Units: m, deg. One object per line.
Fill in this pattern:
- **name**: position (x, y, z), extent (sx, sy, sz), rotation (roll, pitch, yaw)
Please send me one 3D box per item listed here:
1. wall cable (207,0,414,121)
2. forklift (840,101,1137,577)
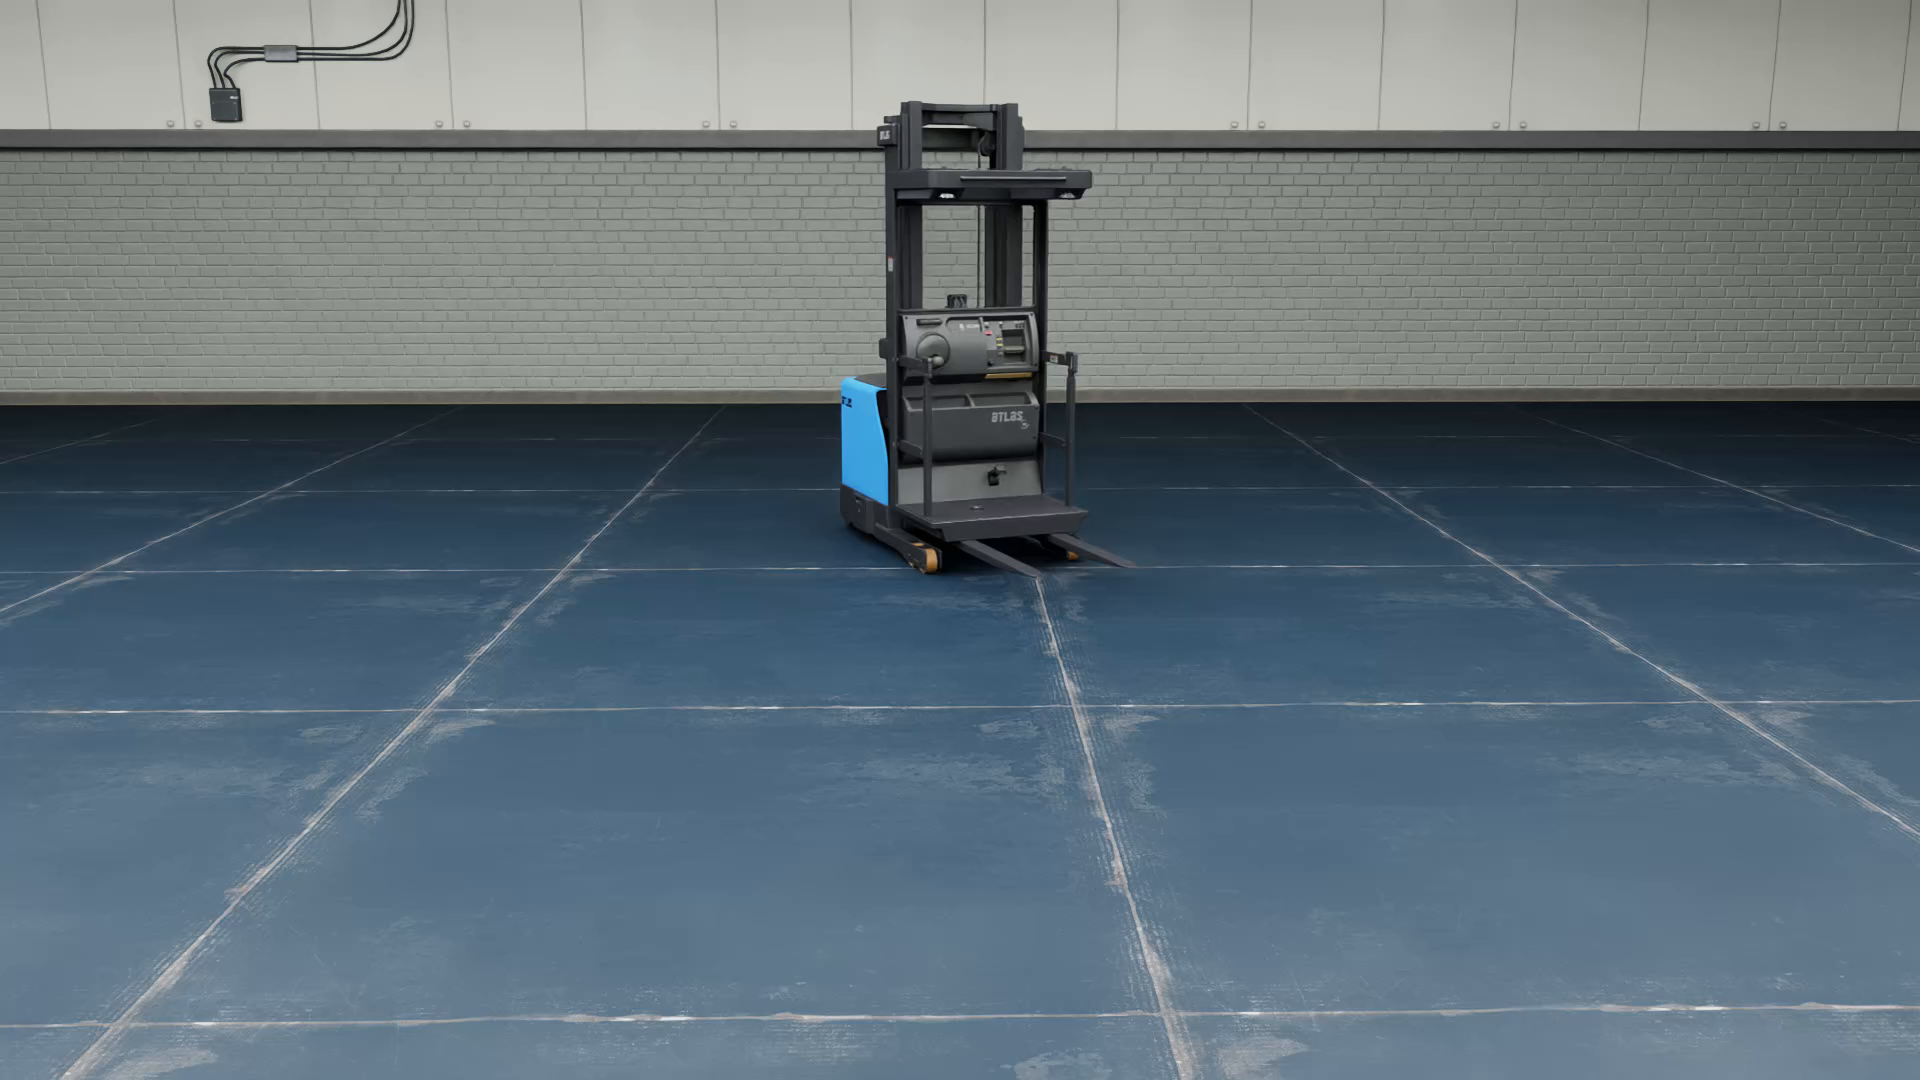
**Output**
- **wall cable**: position (-7.215, -7.644, 18.050), extent (2.305, 6.003, 0.169), rotation (0, 11, -1)
- **forklift**: position (0.155, -1.316, 10.672), extent (1.130, 2.935, 3.031), rotation (-5, 12, -22)
